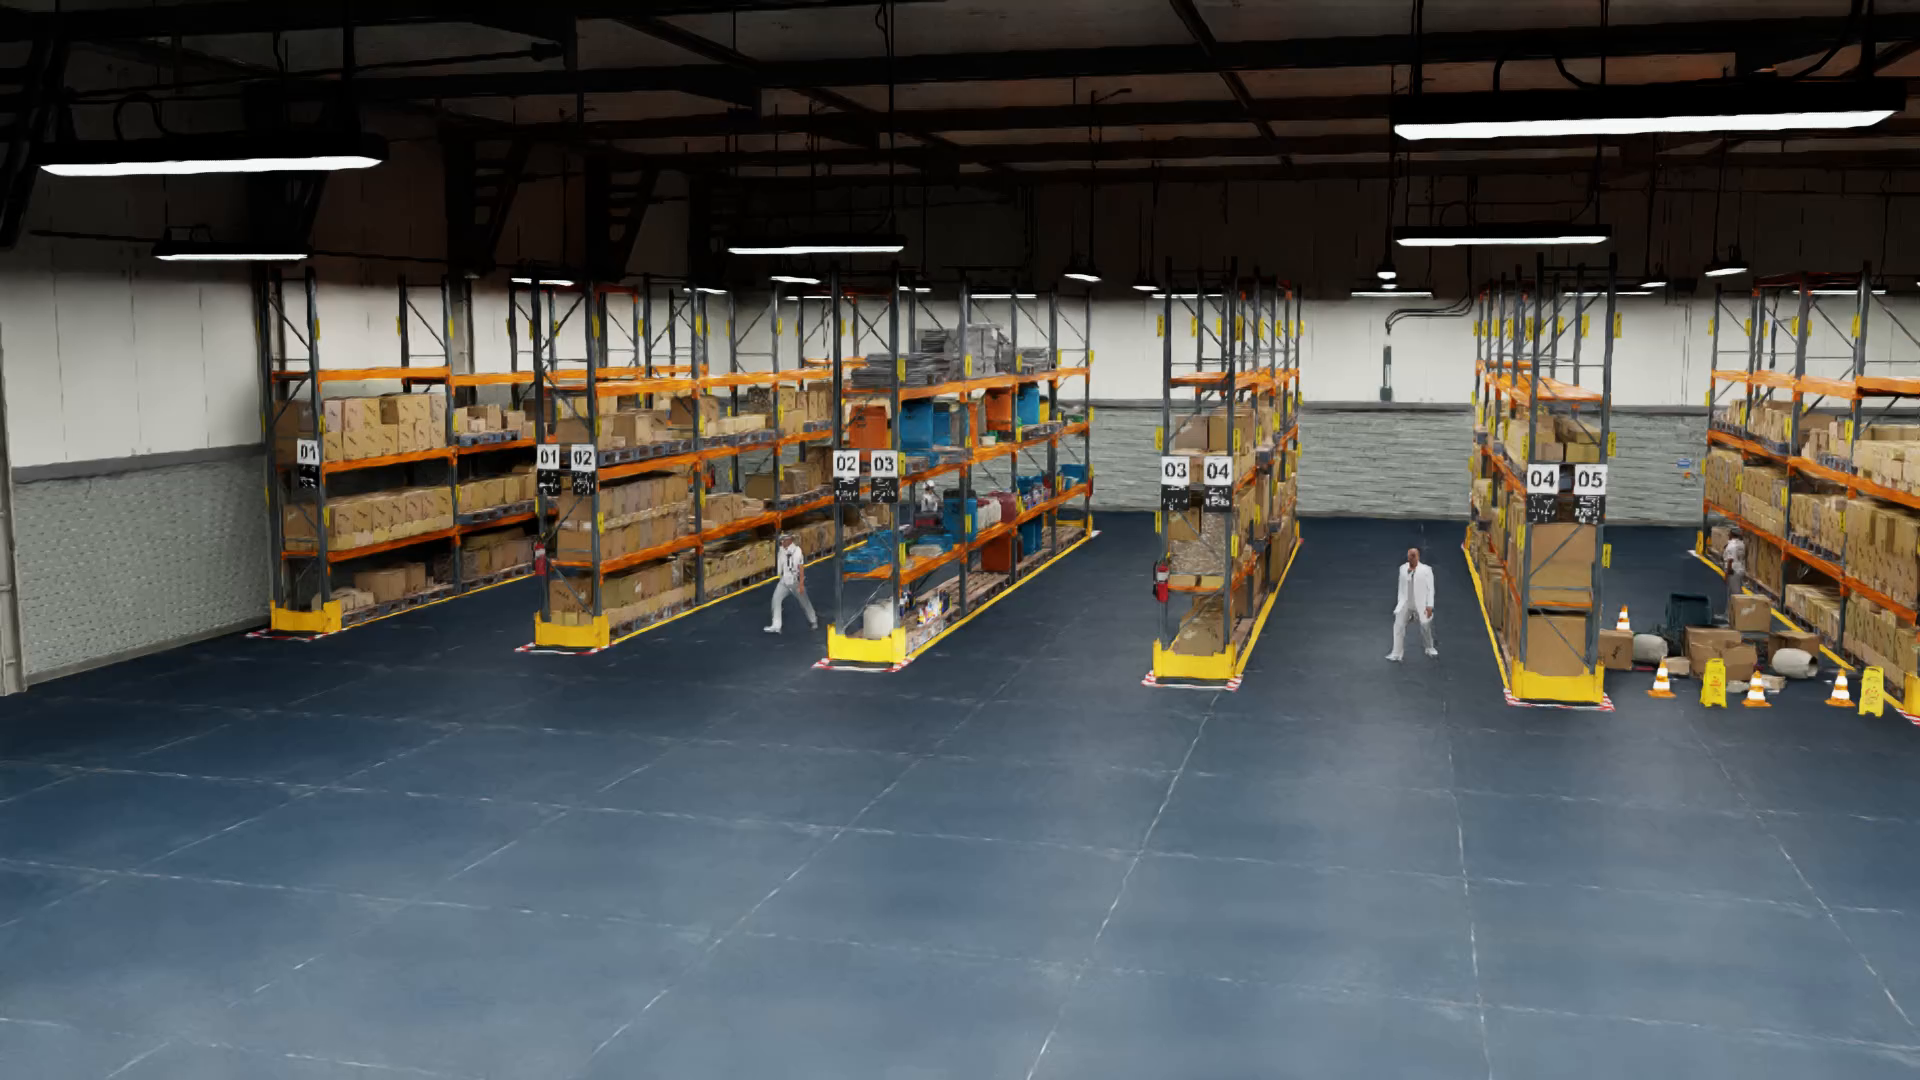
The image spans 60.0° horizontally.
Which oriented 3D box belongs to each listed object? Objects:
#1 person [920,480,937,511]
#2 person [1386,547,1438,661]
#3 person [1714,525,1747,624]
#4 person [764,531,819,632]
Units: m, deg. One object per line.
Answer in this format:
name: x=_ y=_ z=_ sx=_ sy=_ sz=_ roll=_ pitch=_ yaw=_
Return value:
person: x=-0.630 y=-0.408 z=35.602 sx=0.460 sy=1.783 sz=0.601 roll=-2 pitch=7 yaw=-14
person: x=6.891 y=0.942 z=25.204 sx=0.630 sy=1.687 sz=1.044 roll=5 pitch=9 yaw=36
person: x=13.150 y=0.577 z=28.329 sx=0.554 sy=1.663 sz=0.581 roll=6 pitch=9 yaw=38
person: x=-2.783 y=0.669 z=27.575 sx=0.582 sy=1.698 sz=0.981 roll=5 pitch=9 yaw=36
